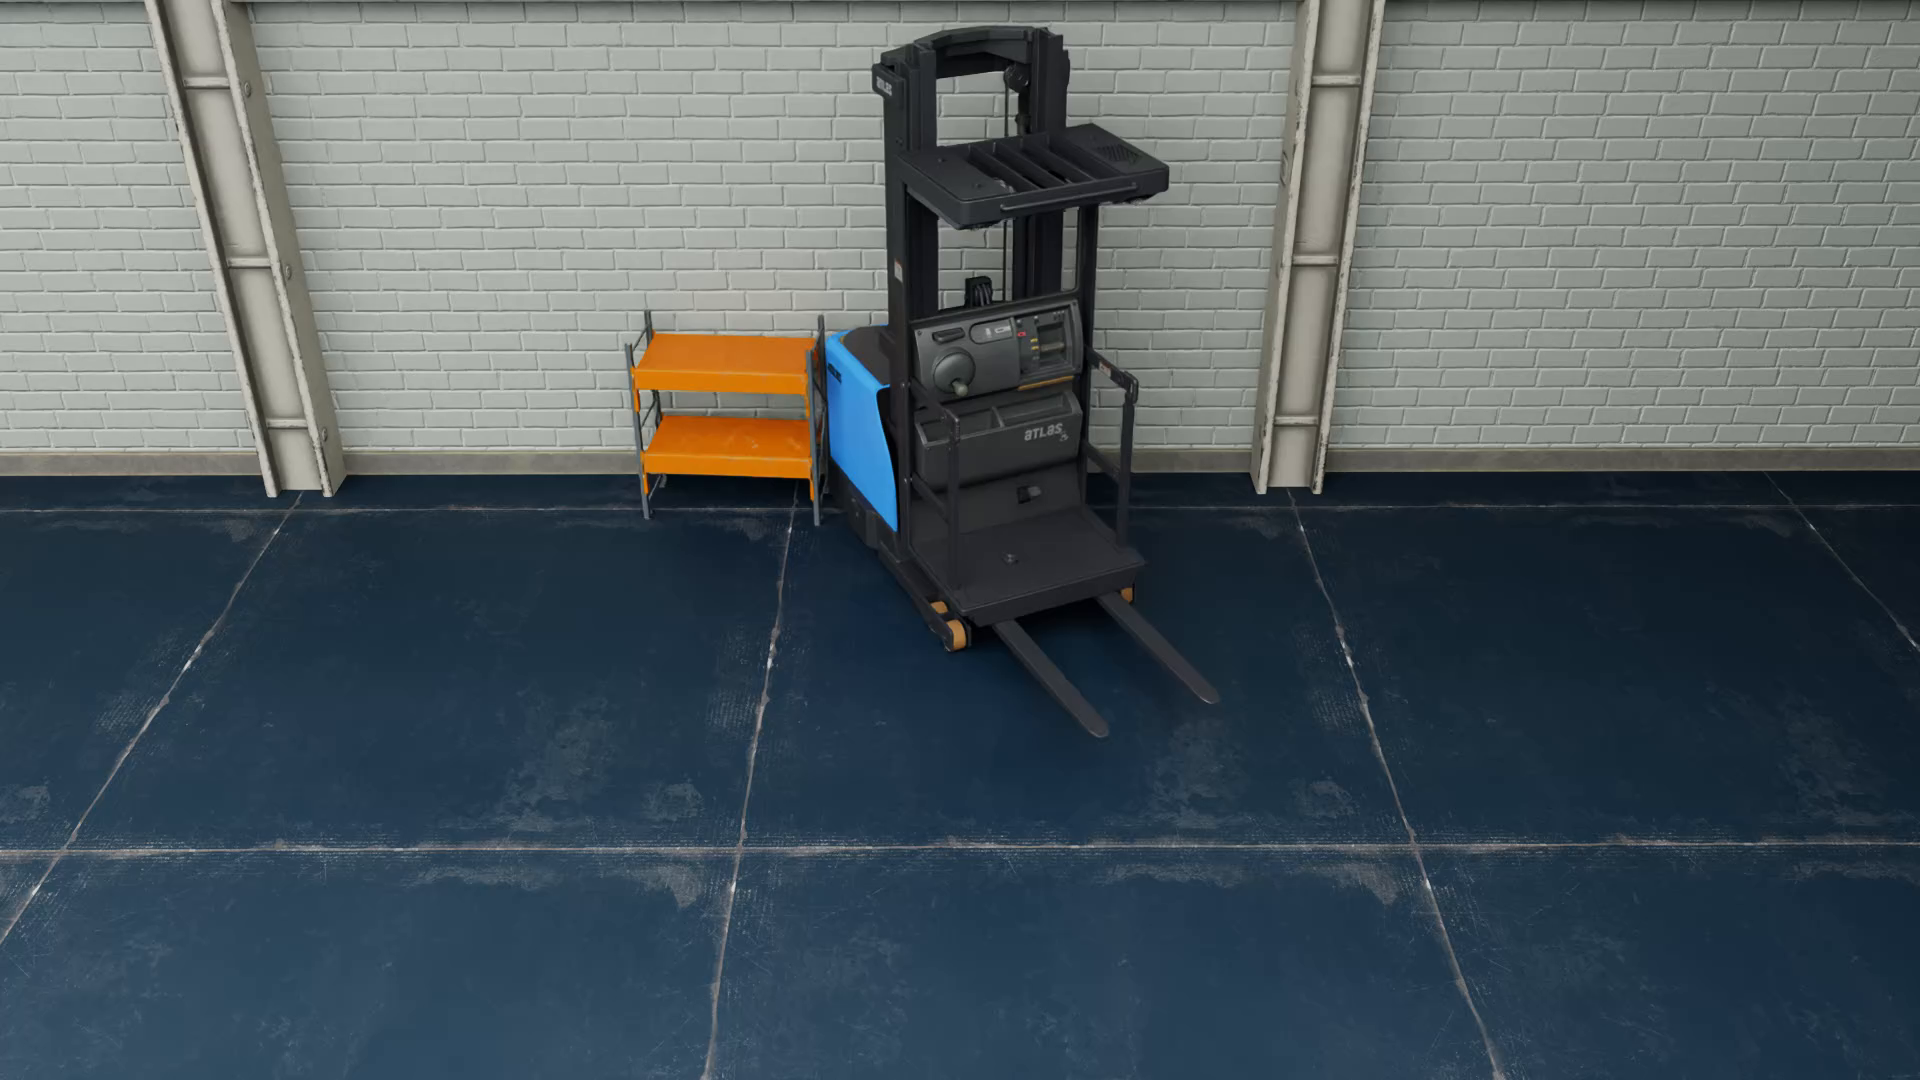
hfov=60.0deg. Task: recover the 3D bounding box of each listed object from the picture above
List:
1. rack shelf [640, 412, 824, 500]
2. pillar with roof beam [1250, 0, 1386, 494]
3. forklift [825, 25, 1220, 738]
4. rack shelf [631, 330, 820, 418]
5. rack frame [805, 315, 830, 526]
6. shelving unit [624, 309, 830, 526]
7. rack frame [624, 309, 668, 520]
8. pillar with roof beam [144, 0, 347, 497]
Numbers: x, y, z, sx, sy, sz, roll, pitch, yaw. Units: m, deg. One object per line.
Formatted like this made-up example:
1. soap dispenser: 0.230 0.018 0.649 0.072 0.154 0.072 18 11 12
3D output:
1. rack shelf: -1.328 -0.503 9.855 1.000 0.278 0.538 2 31 4
2. pillar with roof beam: 2.027 -1.975 4.219 0.400 9.000 9.100 0 31 0
3. forklift: 0.298 -0.931 8.348 1.130 2.935 3.031 -14 34 -21
4. rack shelf: -1.328 -0.962 9.576 1.000 0.278 0.538 2 31 4
5. rack frame: -0.821 -0.692 9.695 0.032 1.125 0.500 2 31 4
6. shelving unit: -1.328 -0.712 9.728 1.048 1.125 0.538 2 31 4
7. rack frame: -1.835 -0.732 9.761 0.032 1.125 0.500 2 31 4
8. pillar with roof beam: -3.973 -1.956 4.188 0.400 9.000 9.100 0 31 0
